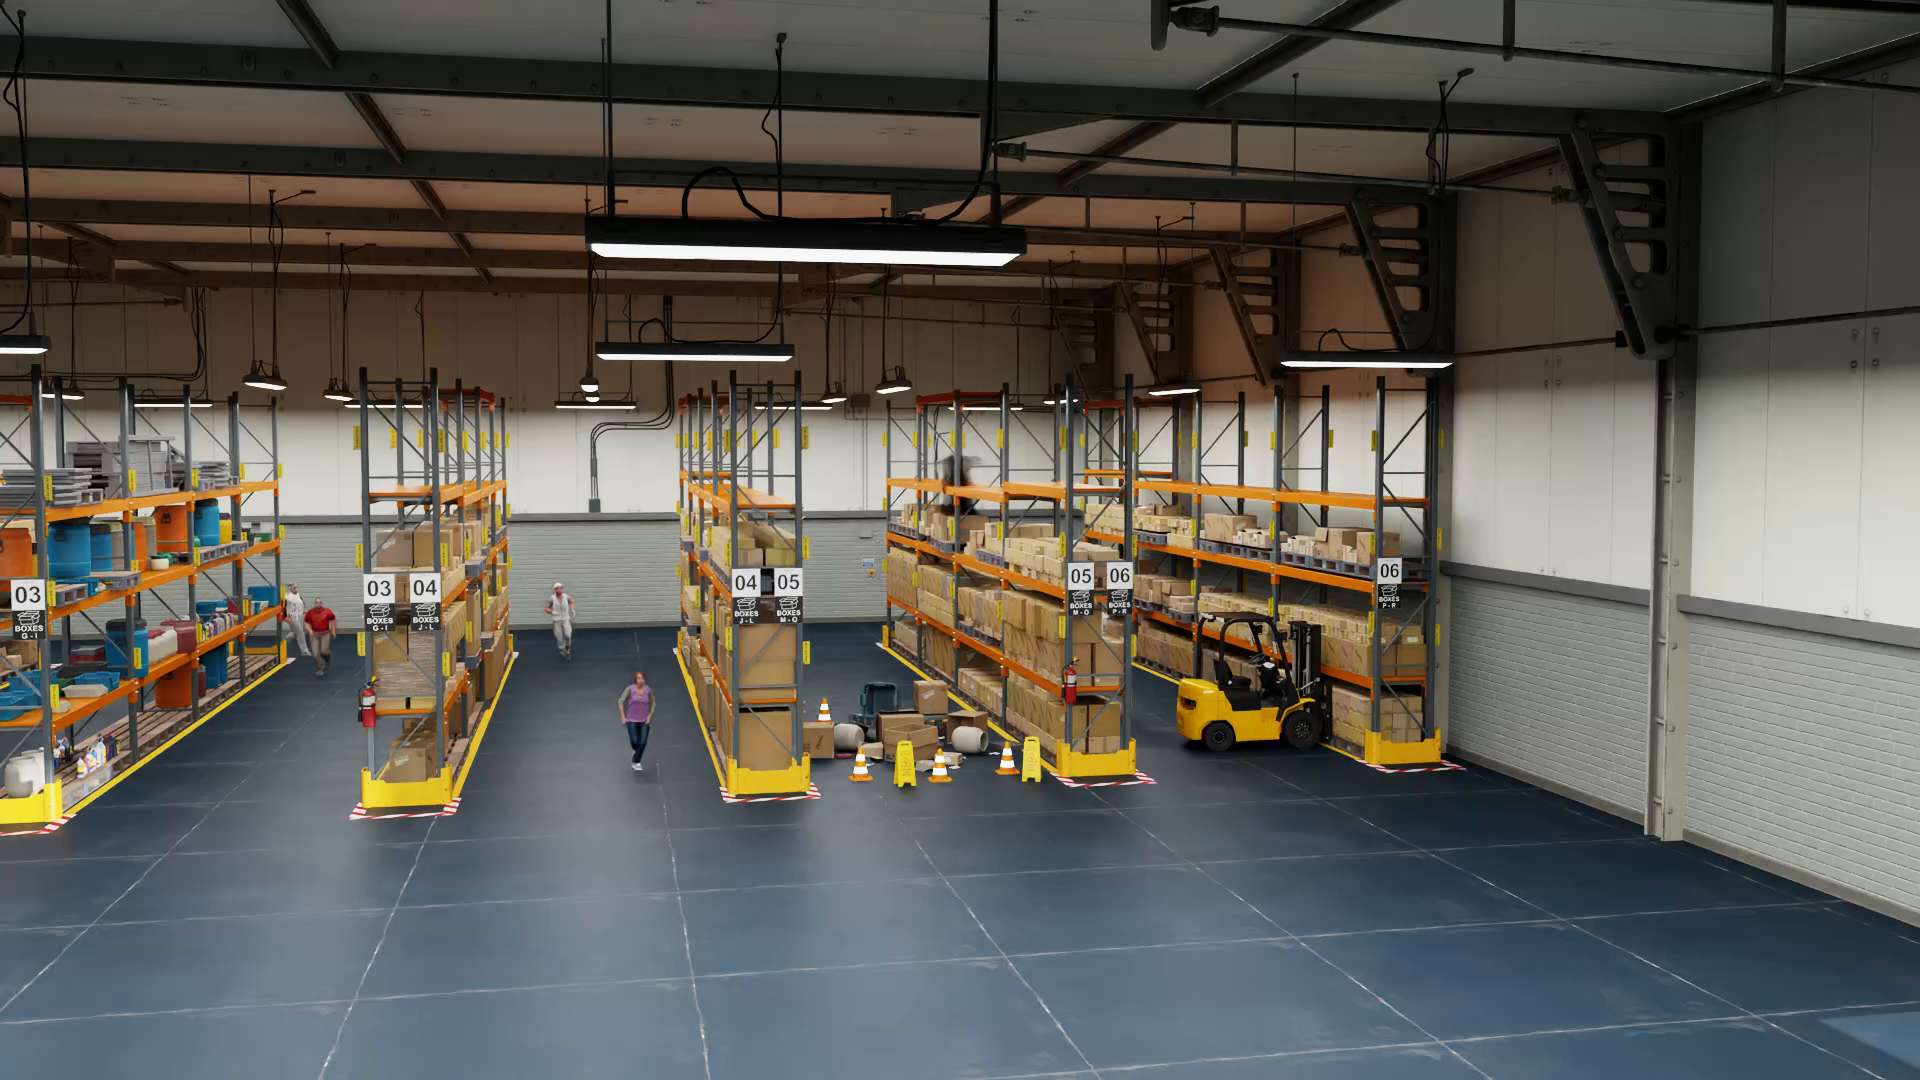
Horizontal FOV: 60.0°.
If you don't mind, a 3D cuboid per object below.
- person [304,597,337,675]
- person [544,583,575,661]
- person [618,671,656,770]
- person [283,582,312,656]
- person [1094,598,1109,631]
[{"bbox_3d":[-13.654,2.058,35.468,0.642,1.673,0.640,-1,3,-13],"label":"person"},{"bbox_3d":[-9.103,1.872,37.858,0.691,1.812,0.613,-1,4,-20],"label":"person"},{"bbox_3d":[-4.898,2.739,25.256,0.563,1.529,0.508,-1,4,-17],"label":"person"},{"bbox_3d":[-15.459,1.822,38.539,0.920,1.738,0.702,0,3,1],"label":"person"},{"bbox_3d":[2.493,1.987,31.591,0.710,1.799,0.977,-1,4,-15],"label":"person"}]
